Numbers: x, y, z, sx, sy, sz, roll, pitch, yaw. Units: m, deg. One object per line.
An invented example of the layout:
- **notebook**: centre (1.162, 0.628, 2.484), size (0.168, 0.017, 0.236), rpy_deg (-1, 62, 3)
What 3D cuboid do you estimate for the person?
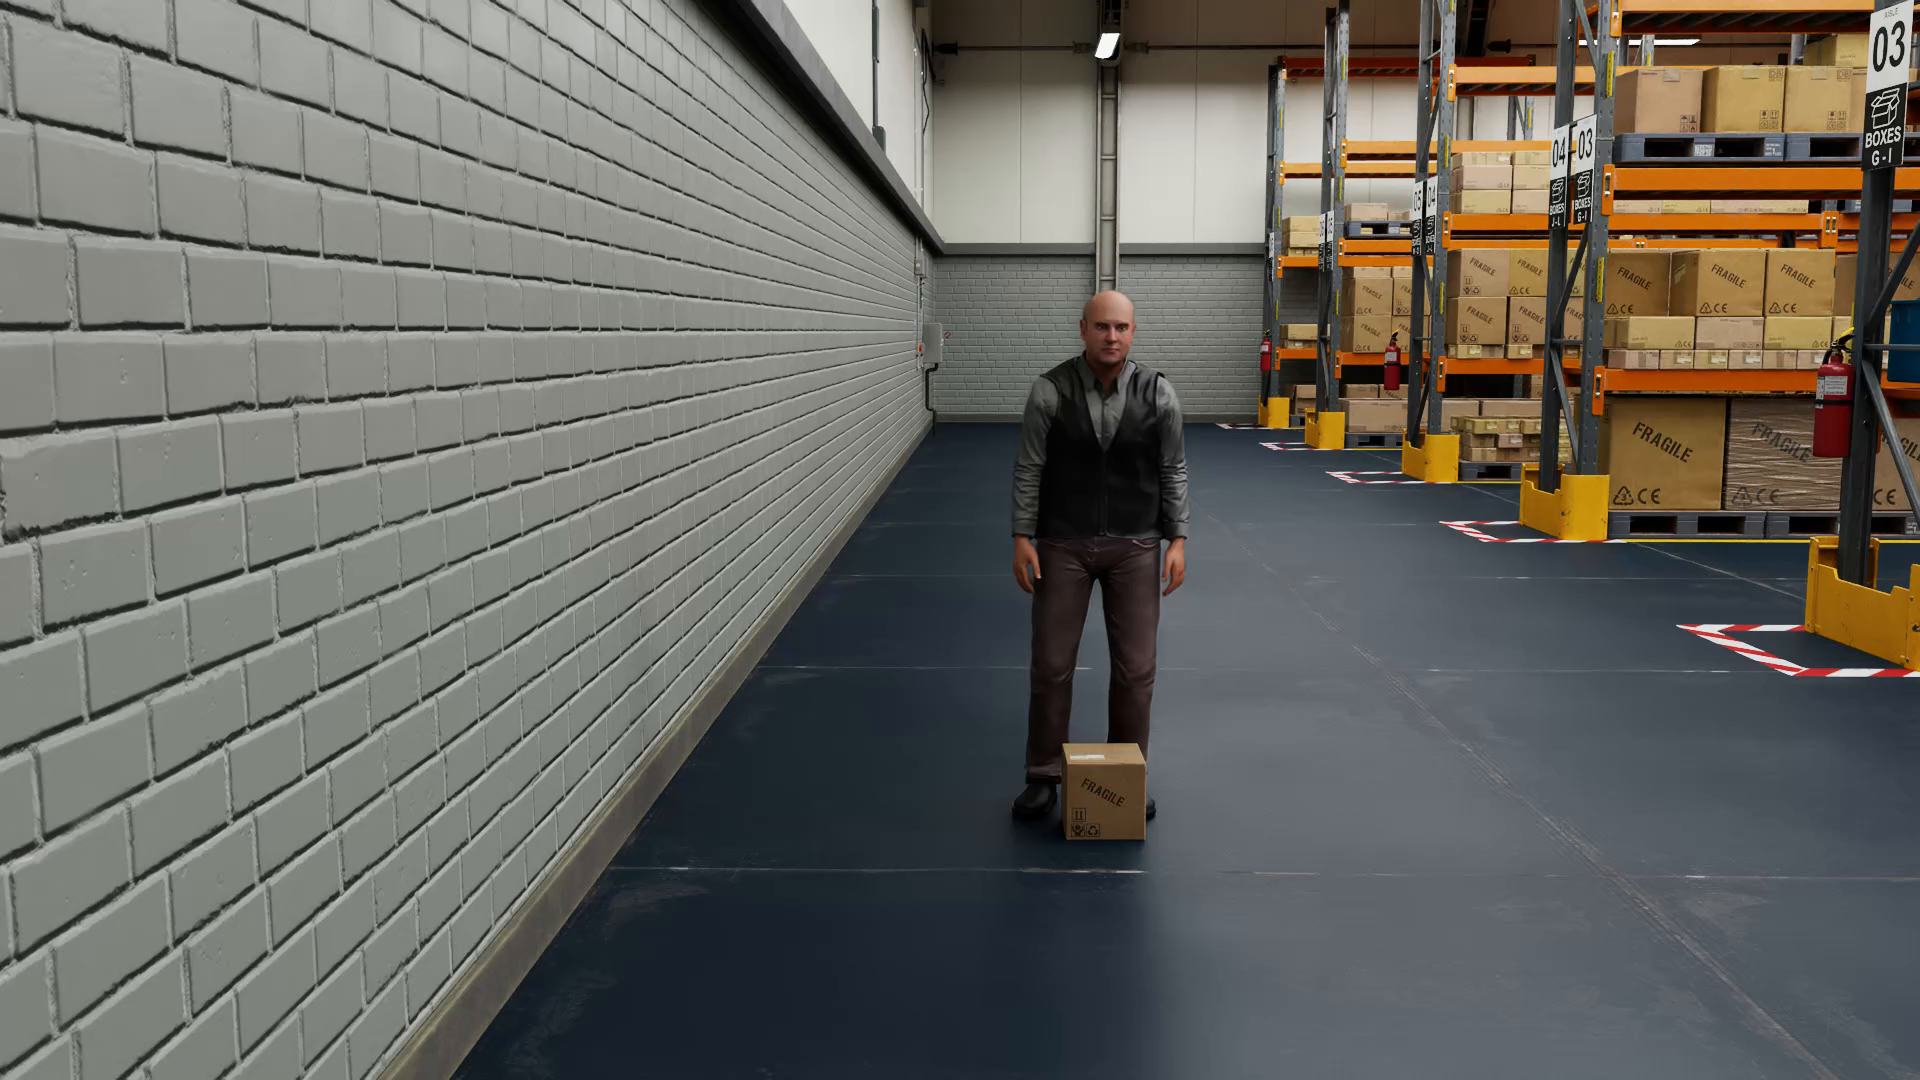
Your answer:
- **person**: centre (0.462, 0.042, 5.529), size (0.588, 1.721, 0.411), rpy_deg (0, 7, 0)
